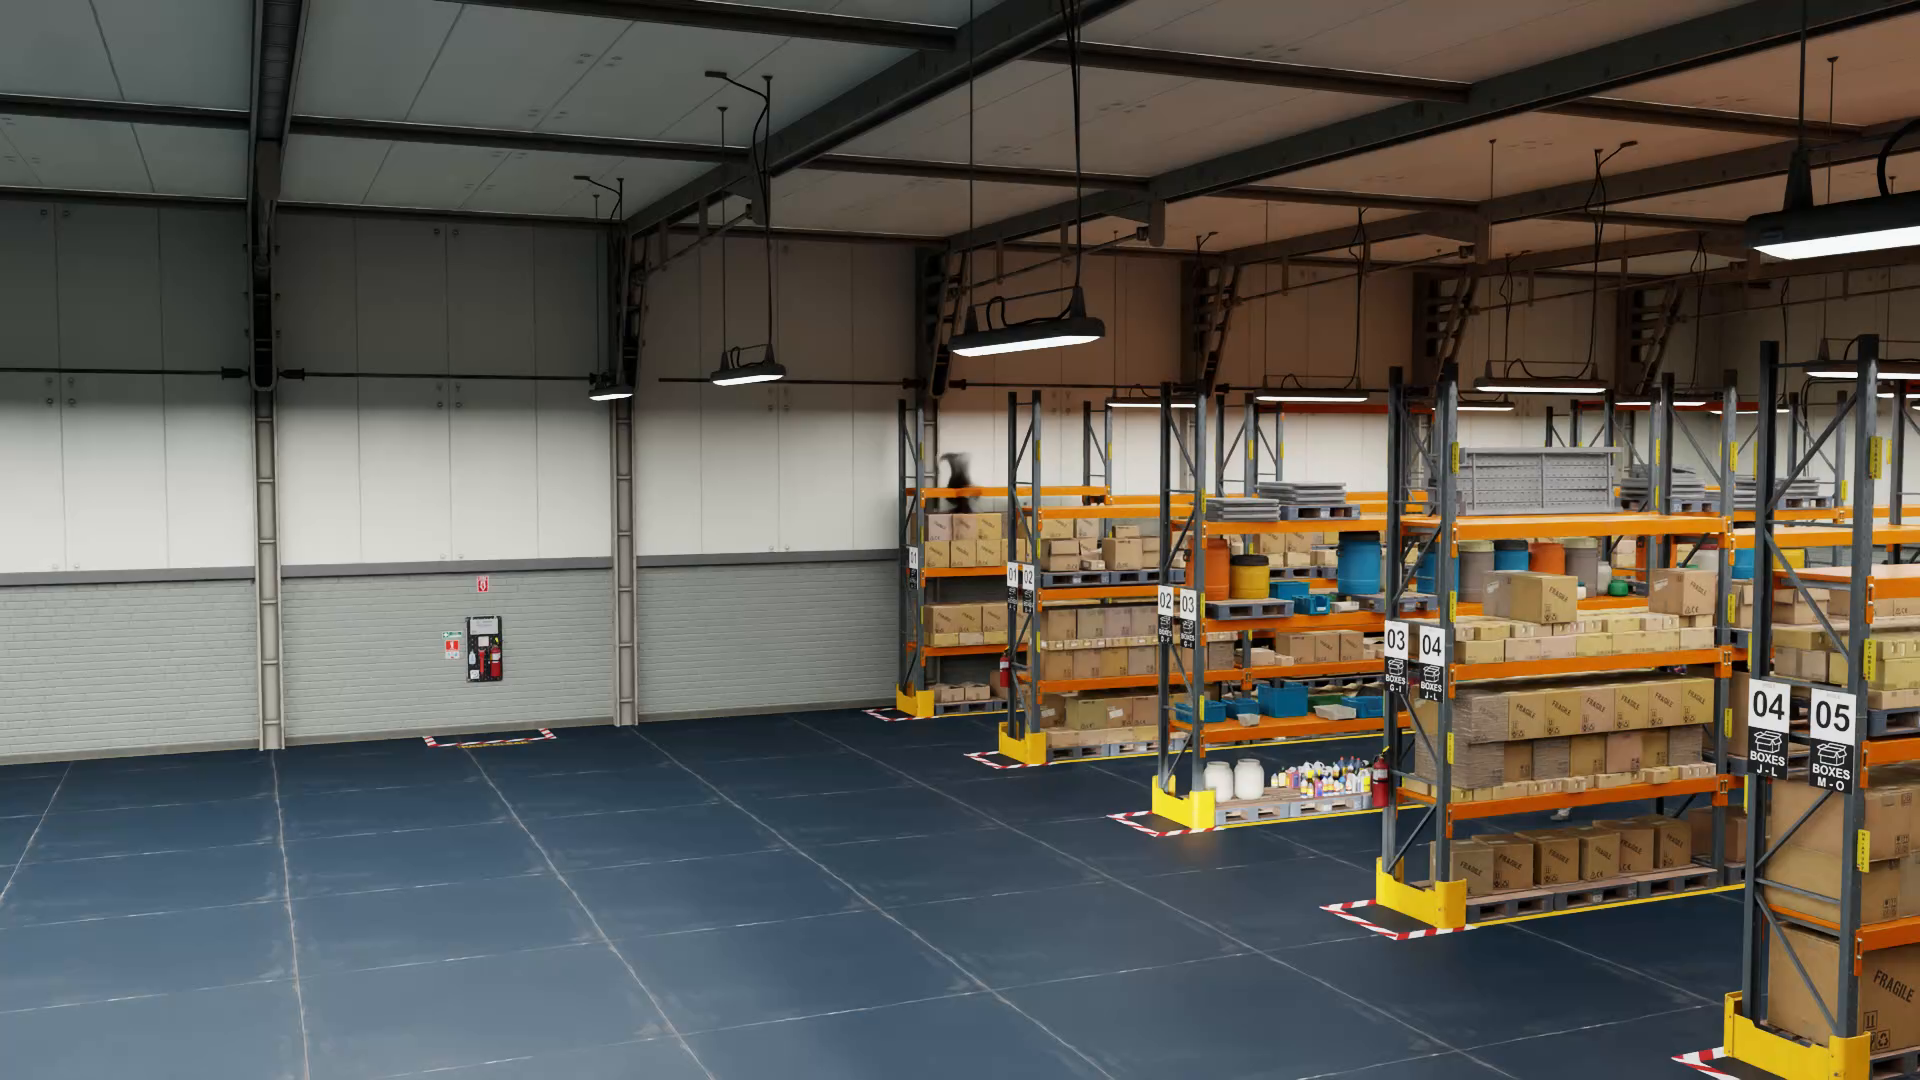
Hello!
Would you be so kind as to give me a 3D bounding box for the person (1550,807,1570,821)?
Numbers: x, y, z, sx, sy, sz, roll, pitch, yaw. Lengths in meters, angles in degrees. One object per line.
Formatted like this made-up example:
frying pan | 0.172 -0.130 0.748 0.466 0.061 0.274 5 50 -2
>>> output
person | 8.175 2.962 22.697 0.628 1.729 0.735 -1 3 -16
